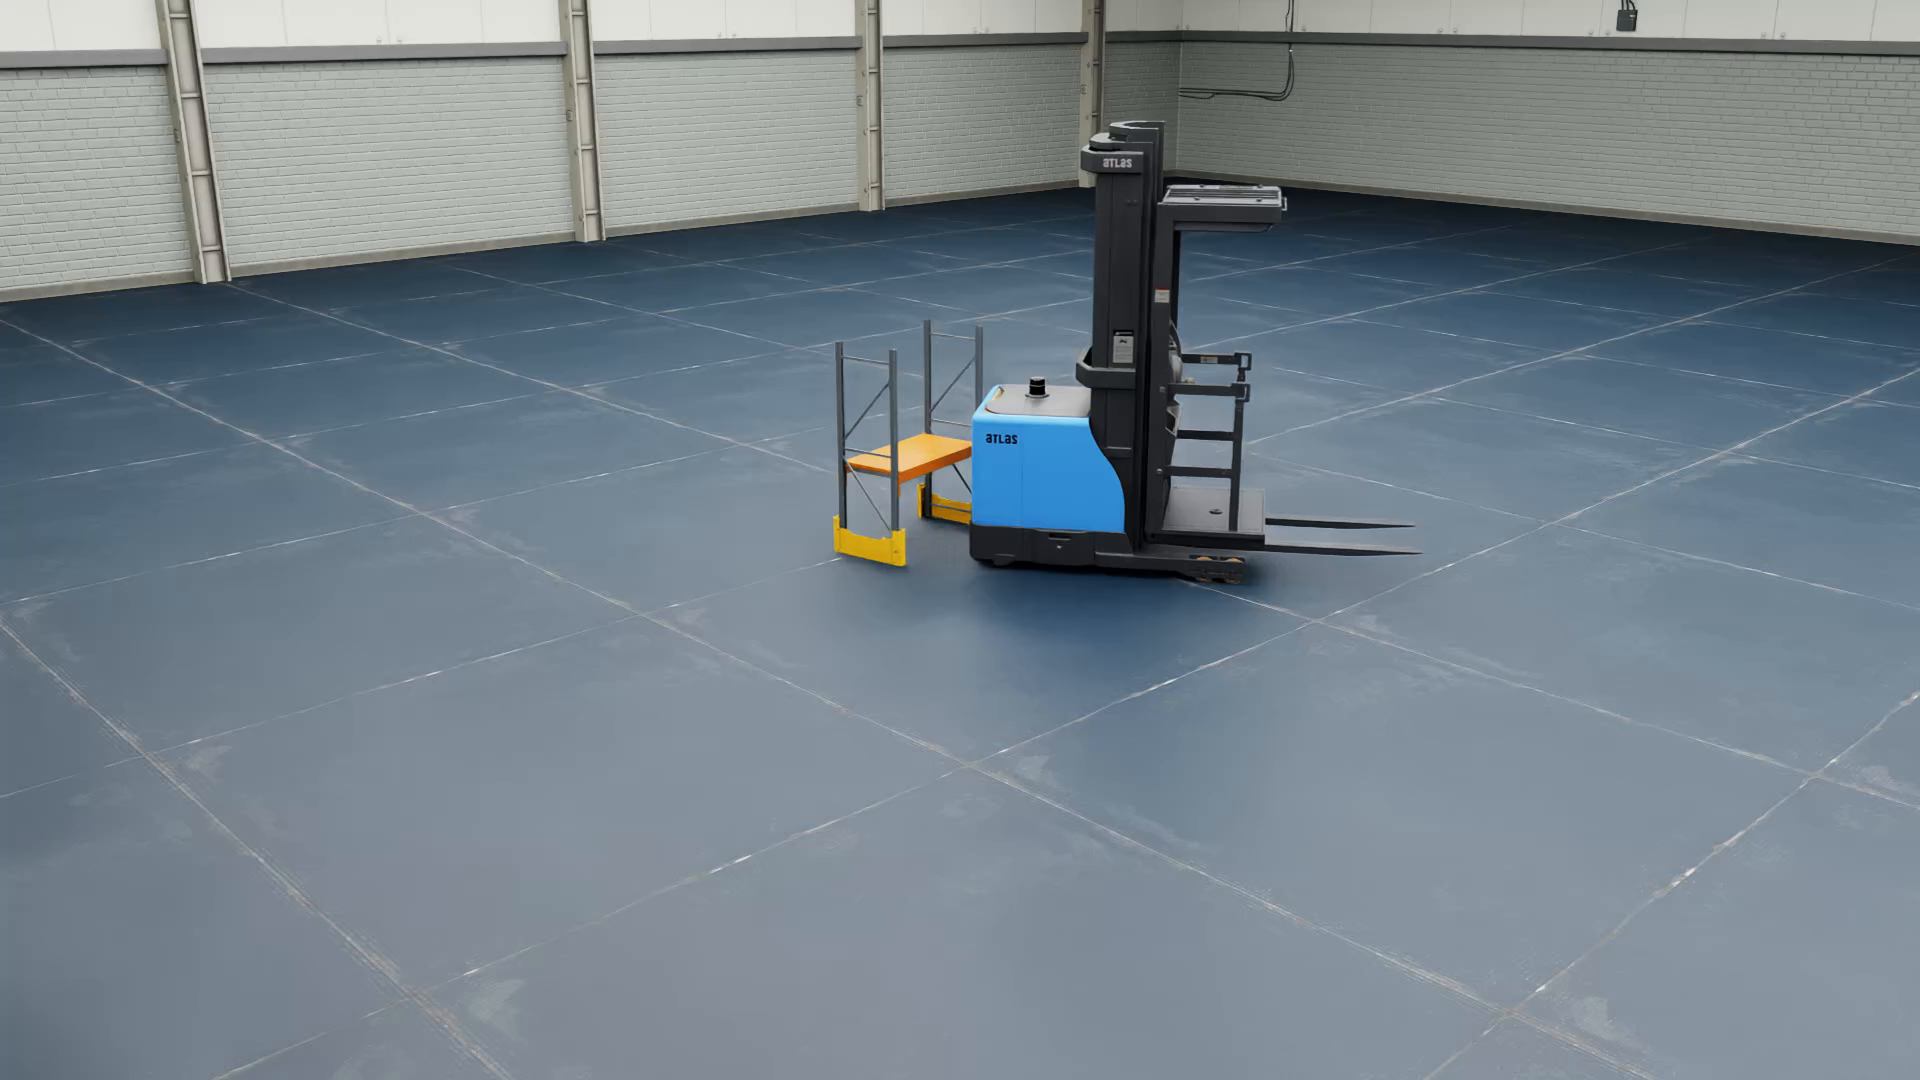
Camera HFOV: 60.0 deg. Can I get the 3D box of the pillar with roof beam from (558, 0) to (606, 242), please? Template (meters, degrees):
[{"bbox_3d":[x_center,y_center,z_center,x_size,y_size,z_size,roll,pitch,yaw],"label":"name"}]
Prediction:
[{"bbox_3d":[-3.043,-8.182,22.629,0.400,9.000,9.100,-16,24,-41],"label":"pillar with roof beam"}]

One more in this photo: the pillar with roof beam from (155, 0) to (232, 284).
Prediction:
[{"bbox_3d":[-7.403,-6.910,18.707,0.400,9.000,9.100,-16,24,-41],"label":"pillar with roof beam"}]

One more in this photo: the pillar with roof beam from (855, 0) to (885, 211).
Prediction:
[{"bbox_3d":[1.316,-9.453,26.550,0.400,9.000,9.100,-16,24,-41],"label":"pillar with roof beam"}]

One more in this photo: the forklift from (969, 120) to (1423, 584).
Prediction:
[{"bbox_3d":[1.632,-1.280,11.181,3.031,2.935,1.130,3,18,10],"label":"forklift"}]

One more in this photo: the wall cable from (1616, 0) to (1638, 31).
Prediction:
[{"bbox_3d":[12.278,-11.504,27.362,0.169,6.003,2.305,-16,24,-41],"label":"wall cable"}]

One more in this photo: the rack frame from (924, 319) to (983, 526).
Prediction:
[{"bbox_3d":[-0.050,-0.848,12.170,0.500,1.500,0.032,12,22,33],"label":"rack frame"}]

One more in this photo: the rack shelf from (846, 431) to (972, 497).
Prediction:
[{"bbox_3d":[-0.341,-0.549,11.829,0.538,0.185,1.000,12,22,33],"label":"rack shelf"}]

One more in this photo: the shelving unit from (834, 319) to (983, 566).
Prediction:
[{"bbox_3d":[-0.346,-0.718,11.766,0.587,1.500,1.083,12,22,33],"label":"shelving unit"}]

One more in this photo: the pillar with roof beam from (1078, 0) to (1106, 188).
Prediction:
[{"bbox_3d":[5.676,-10.724,30.471,0.400,9.000,9.100,-16,24,-41],"label":"pillar with roof beam"}]

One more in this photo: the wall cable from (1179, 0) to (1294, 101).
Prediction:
[{"bbox_3d":[5.767,-10.540,34.937,0.112,2.526,3.097,-16,24,-41],"label":"wall cable"}]

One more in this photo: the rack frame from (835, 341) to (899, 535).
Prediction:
[{"bbox_3d":[-0.631,-0.591,11.376,0.500,1.500,0.032,12,22,33],"label":"rack frame"}]

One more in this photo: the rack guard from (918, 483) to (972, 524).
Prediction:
[{"bbox_3d":[-0.061,-0.249,12.347,0.587,0.250,0.087,12,22,33],"label":"rack guard"}]

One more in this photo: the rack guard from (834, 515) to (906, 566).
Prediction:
[{"bbox_3d":[-0.631,0.003,11.570,0.587,0.250,0.087,12,22,33],"label":"rack guard"}]
